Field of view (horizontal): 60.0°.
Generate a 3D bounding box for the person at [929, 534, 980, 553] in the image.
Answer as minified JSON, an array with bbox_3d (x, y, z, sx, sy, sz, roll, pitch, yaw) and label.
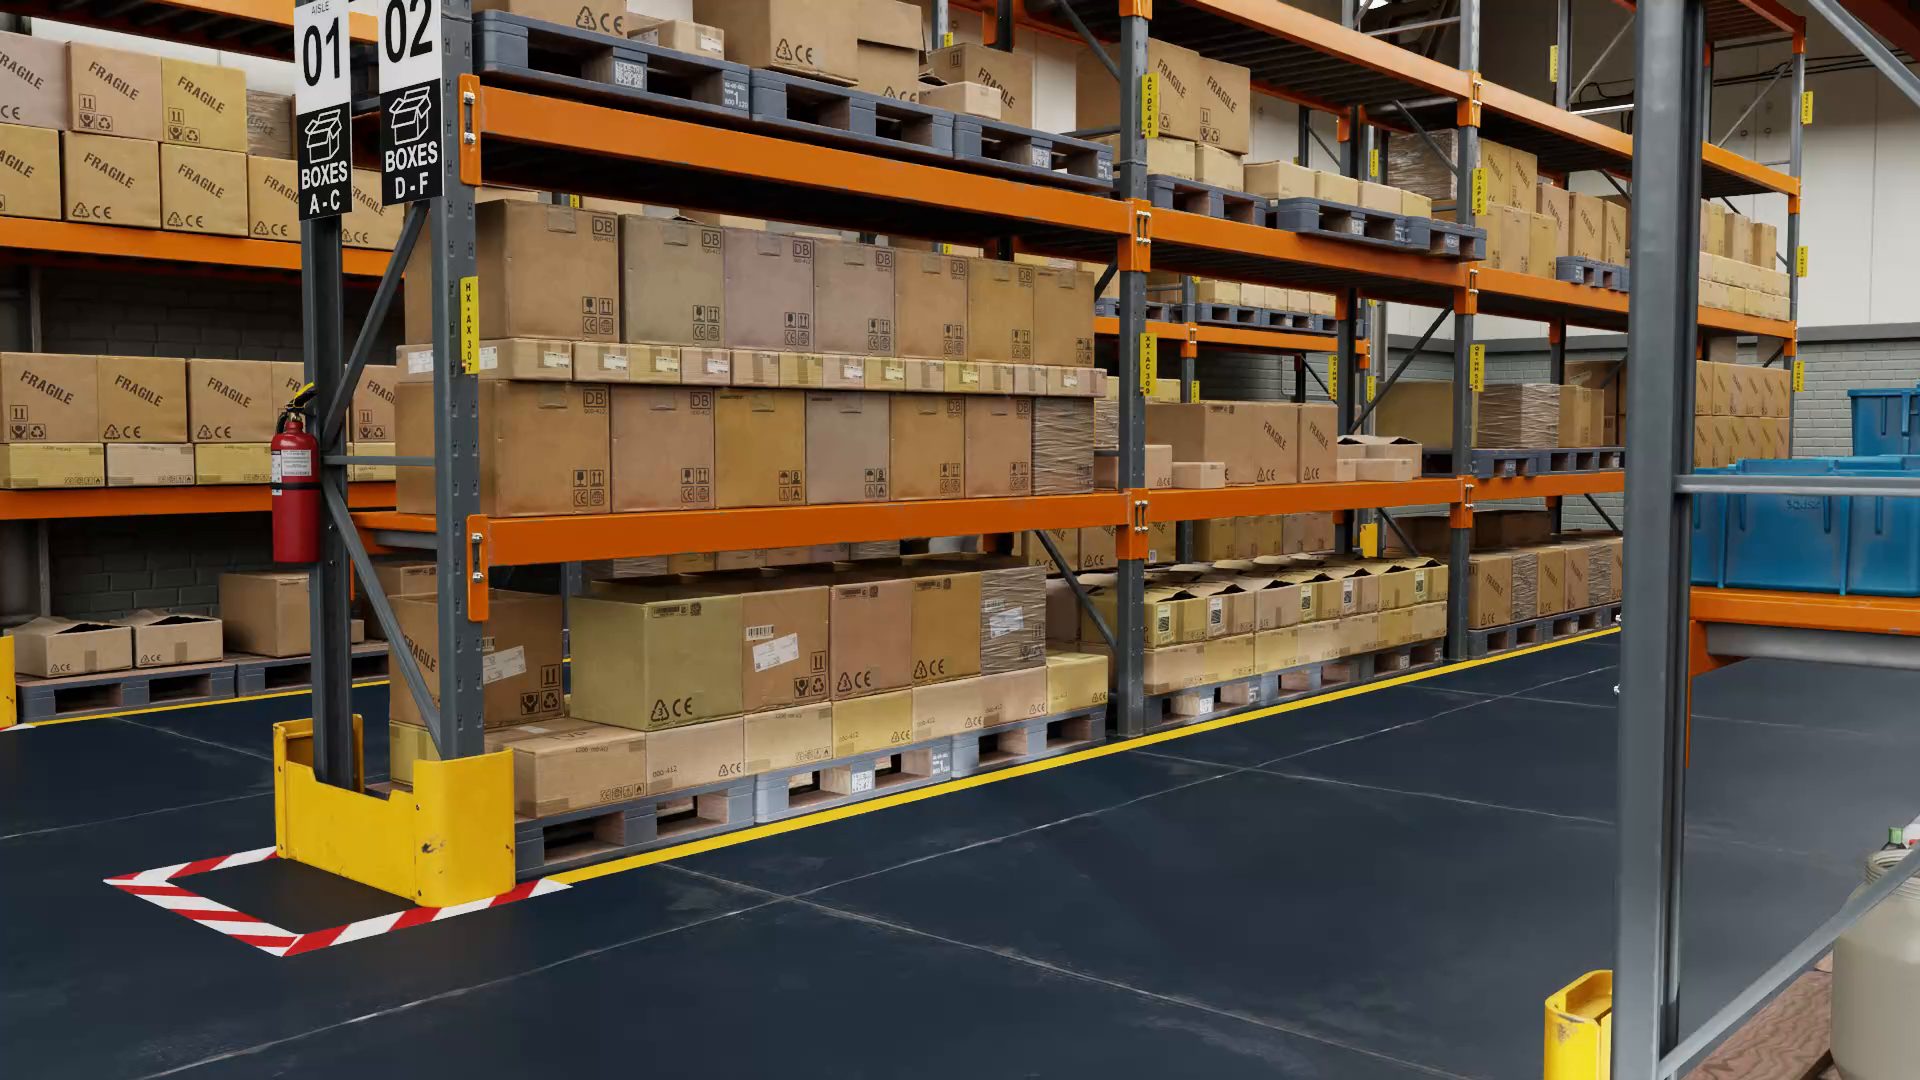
[{"bbox_3d":[-0.118,-0.103,13.104,0.557,1.778,0.501,3,5,41],"label":"person"}]
